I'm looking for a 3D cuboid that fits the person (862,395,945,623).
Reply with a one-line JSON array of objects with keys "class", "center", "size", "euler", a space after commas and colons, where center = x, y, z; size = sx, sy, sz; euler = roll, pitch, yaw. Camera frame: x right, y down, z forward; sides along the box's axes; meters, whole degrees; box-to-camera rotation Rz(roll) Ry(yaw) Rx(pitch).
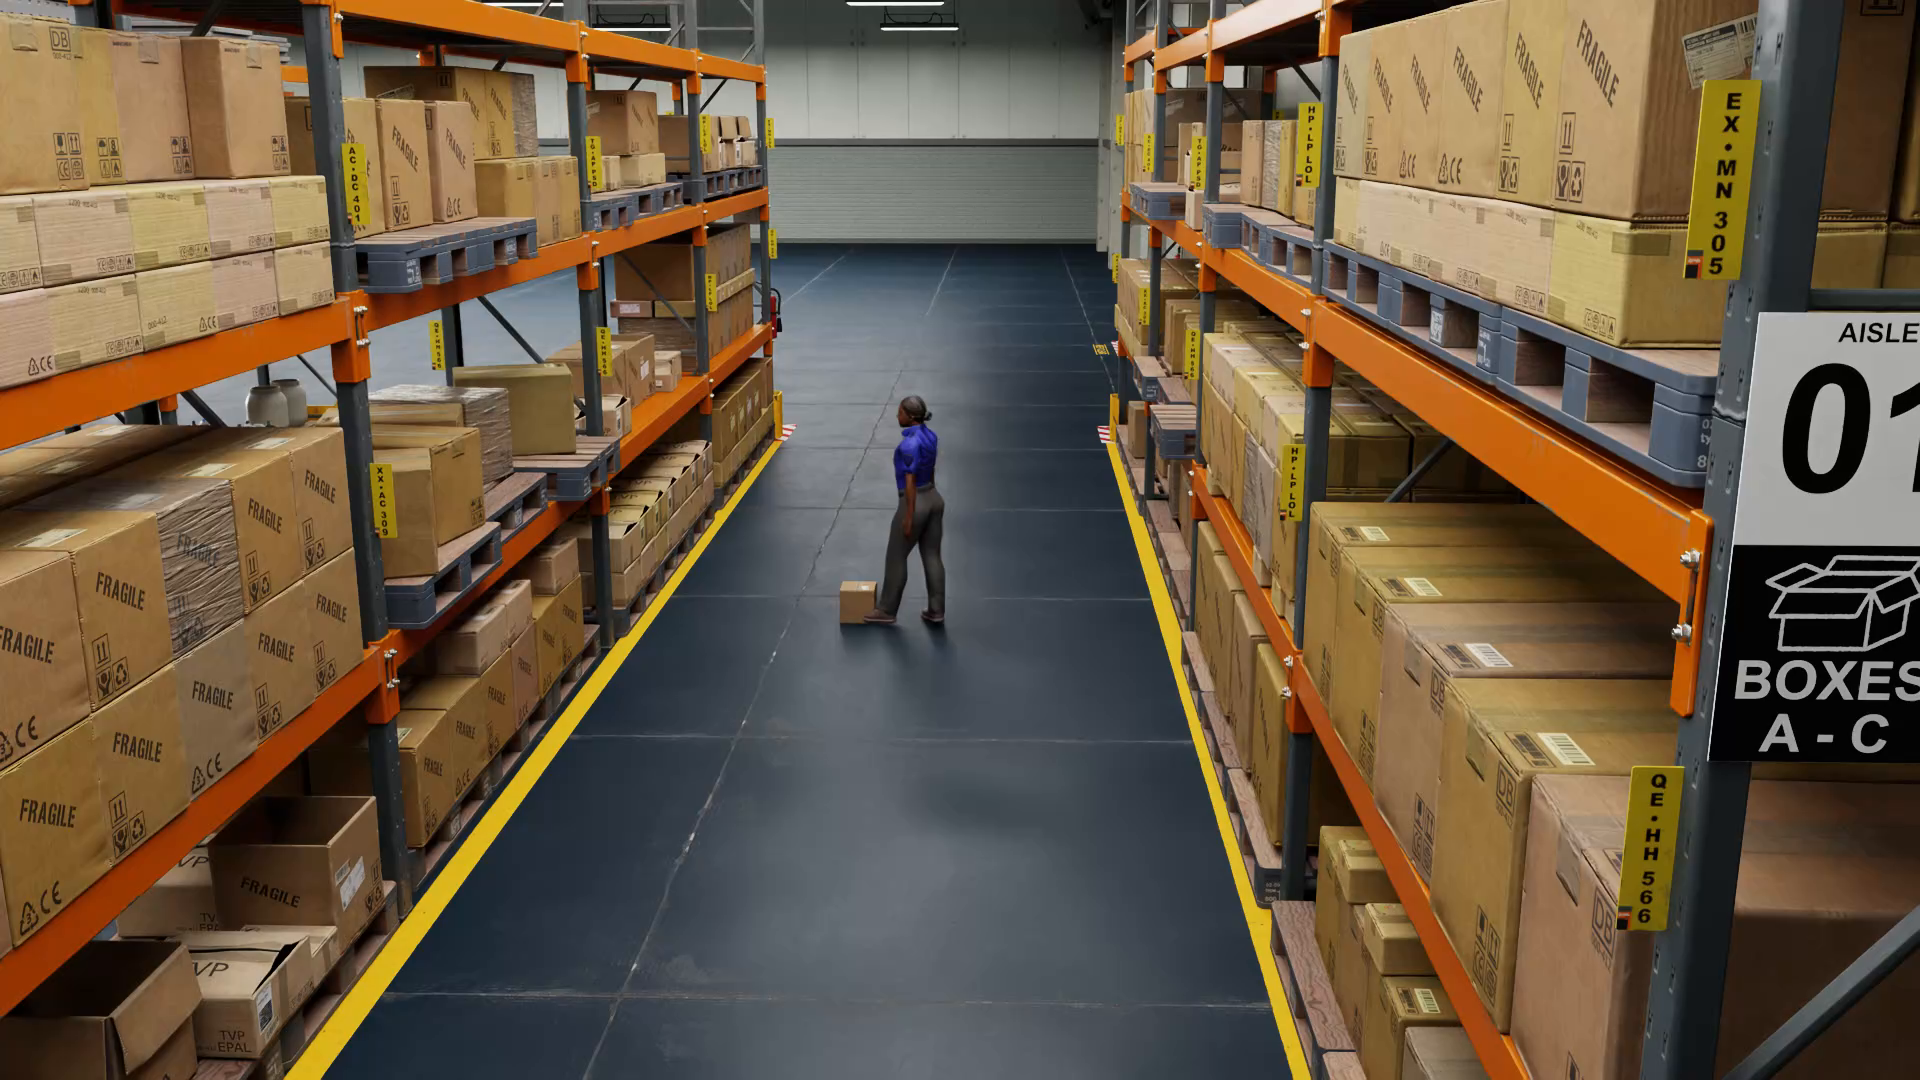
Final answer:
[{"class": "person", "center": [-0.382, -0.227, 11.887], "size": [0.585, 1.650, 0.504], "euler": [8, 16, 30]}]
